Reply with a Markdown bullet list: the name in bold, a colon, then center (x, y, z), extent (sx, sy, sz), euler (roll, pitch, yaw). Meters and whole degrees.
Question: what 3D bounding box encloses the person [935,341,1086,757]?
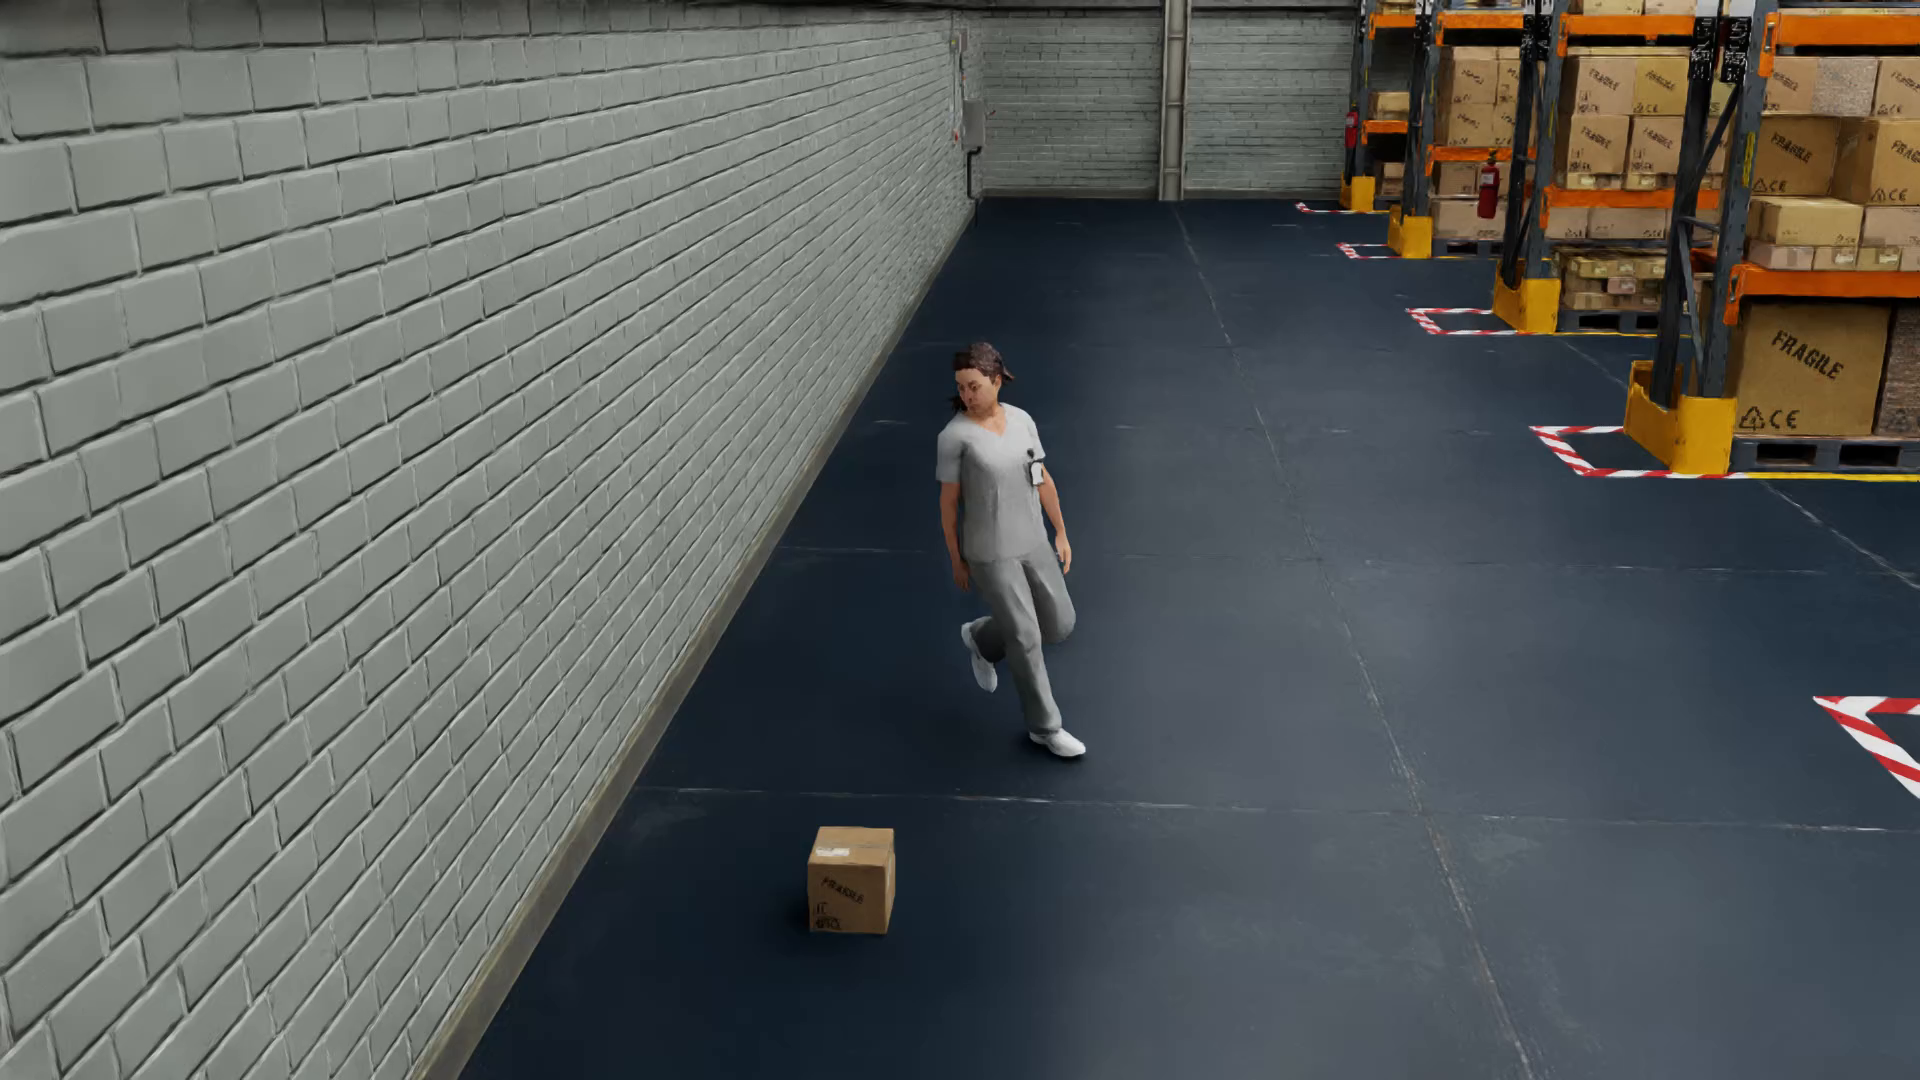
- **person**: center (0.158, 0.030, 6.493), extent (0.518, 1.639, 0.705), euler (-13, 22, -35)
